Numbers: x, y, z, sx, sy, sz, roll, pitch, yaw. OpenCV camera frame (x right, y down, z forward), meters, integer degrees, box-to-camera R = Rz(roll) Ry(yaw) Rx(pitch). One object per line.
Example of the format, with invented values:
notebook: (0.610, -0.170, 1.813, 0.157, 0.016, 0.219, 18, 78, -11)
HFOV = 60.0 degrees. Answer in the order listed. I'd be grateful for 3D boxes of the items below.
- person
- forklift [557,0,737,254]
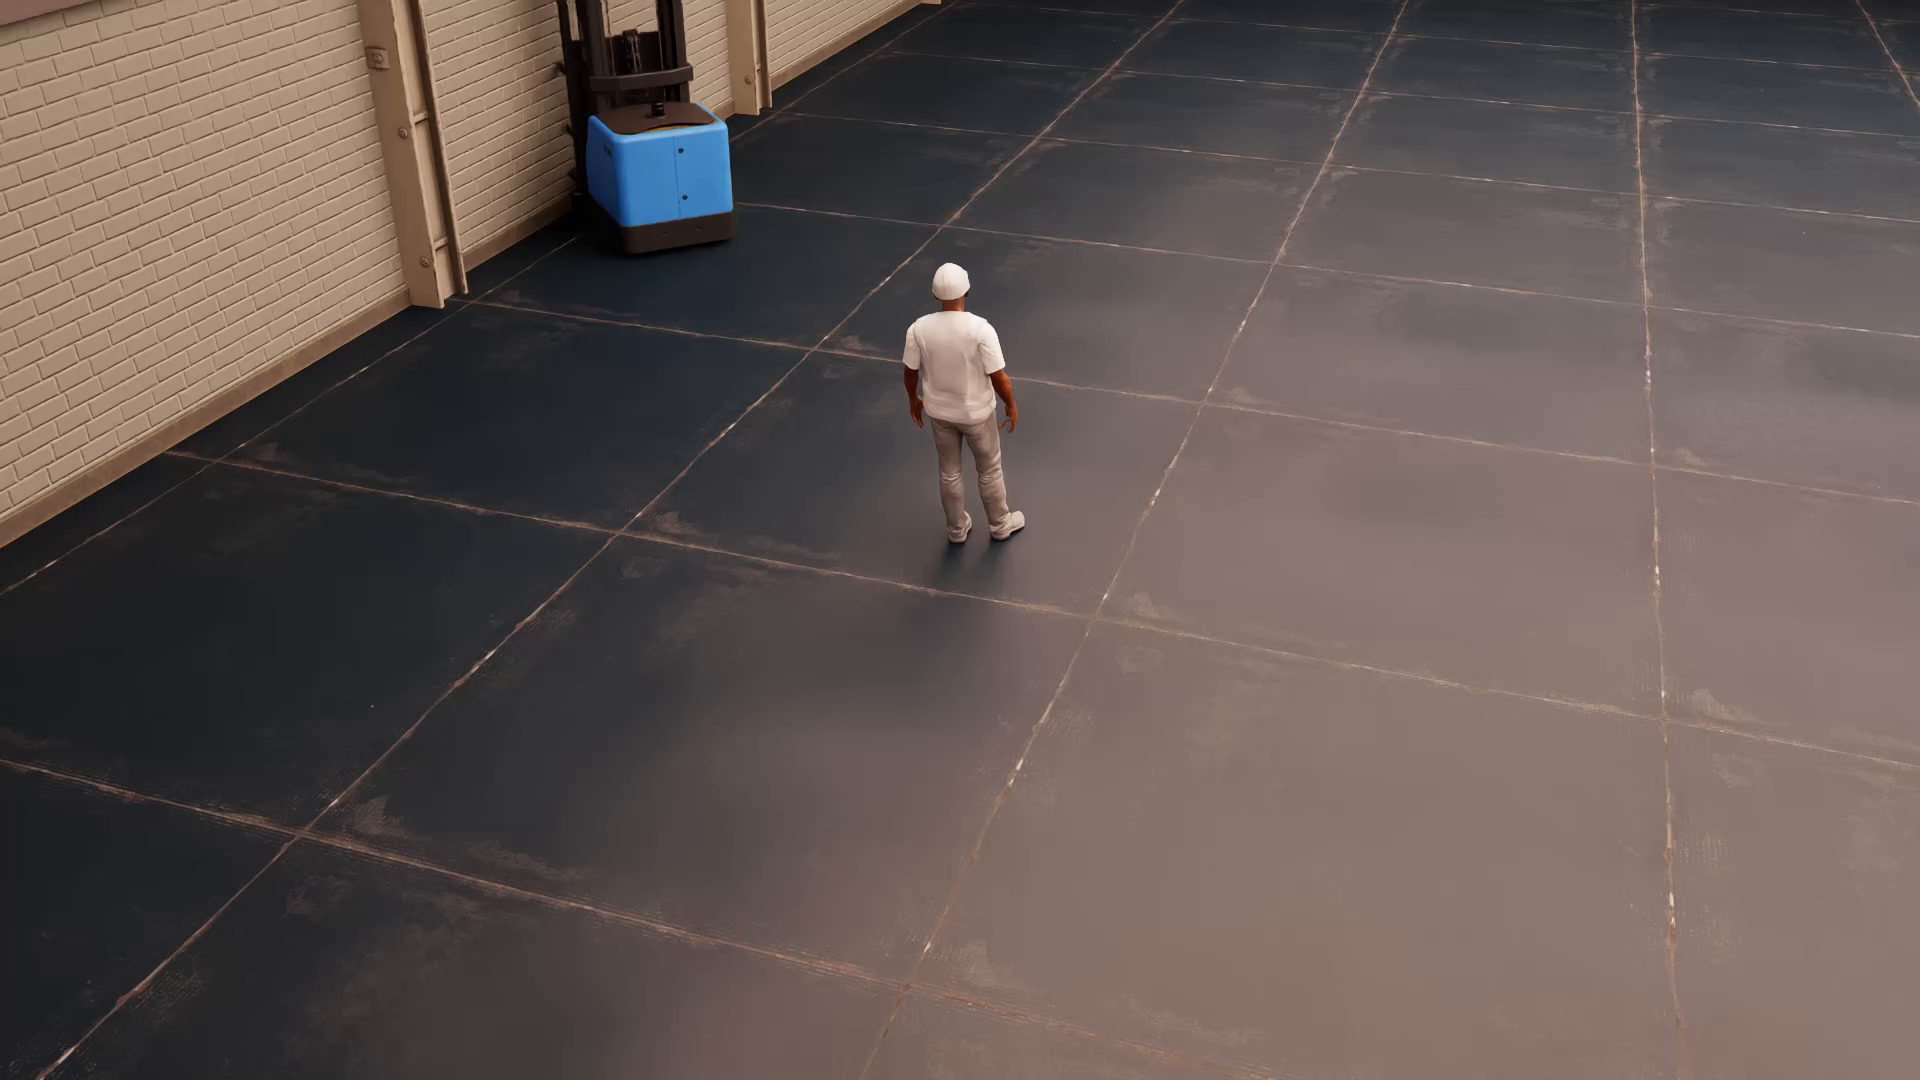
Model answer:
person: (0.028, -0.805, 9.710, 0.665, 1.765, 0.577, 10, 31, 16)
forklift: (-3.075, -4.431, 14.909, 1.130, 2.935, 3.031, -14, 32, -23)
